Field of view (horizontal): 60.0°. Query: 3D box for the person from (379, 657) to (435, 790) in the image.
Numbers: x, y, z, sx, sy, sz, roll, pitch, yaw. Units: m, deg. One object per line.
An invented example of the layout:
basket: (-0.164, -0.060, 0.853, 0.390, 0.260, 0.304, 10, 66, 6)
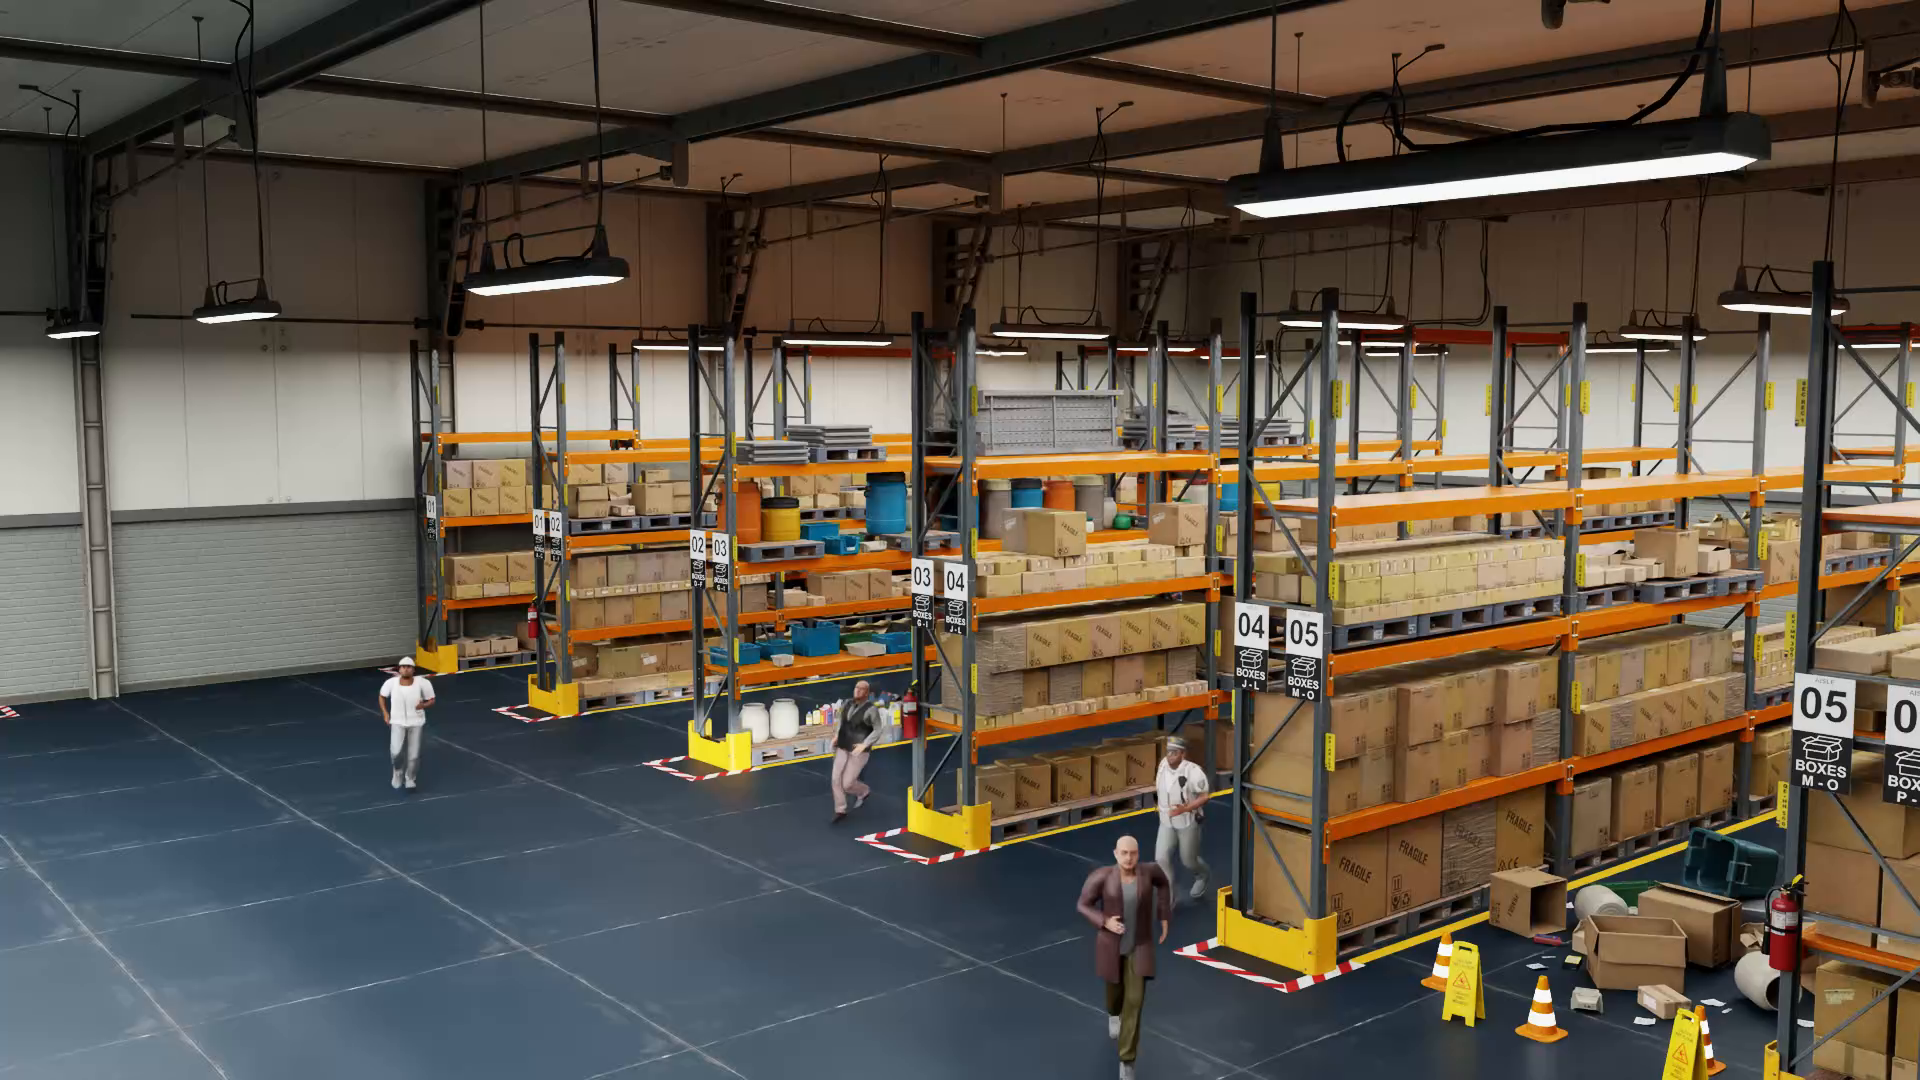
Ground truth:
person: (-7.033, 2.340, 21.160, 0.694, 1.721, 0.642, -1, 5, -15)

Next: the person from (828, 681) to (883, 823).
person: (-1.253, 2.512, 19.802, 0.708, 1.686, 0.641, 4, 7, 37)

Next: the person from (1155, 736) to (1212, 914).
person: (2.211, 2.817, 16.473, 0.673, 1.843, 0.875, 4, 7, 36)

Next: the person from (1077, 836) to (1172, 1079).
person: (1.253, 3.110, 12.673, 0.739, 1.800, 1.096, 0, 5, 0)
